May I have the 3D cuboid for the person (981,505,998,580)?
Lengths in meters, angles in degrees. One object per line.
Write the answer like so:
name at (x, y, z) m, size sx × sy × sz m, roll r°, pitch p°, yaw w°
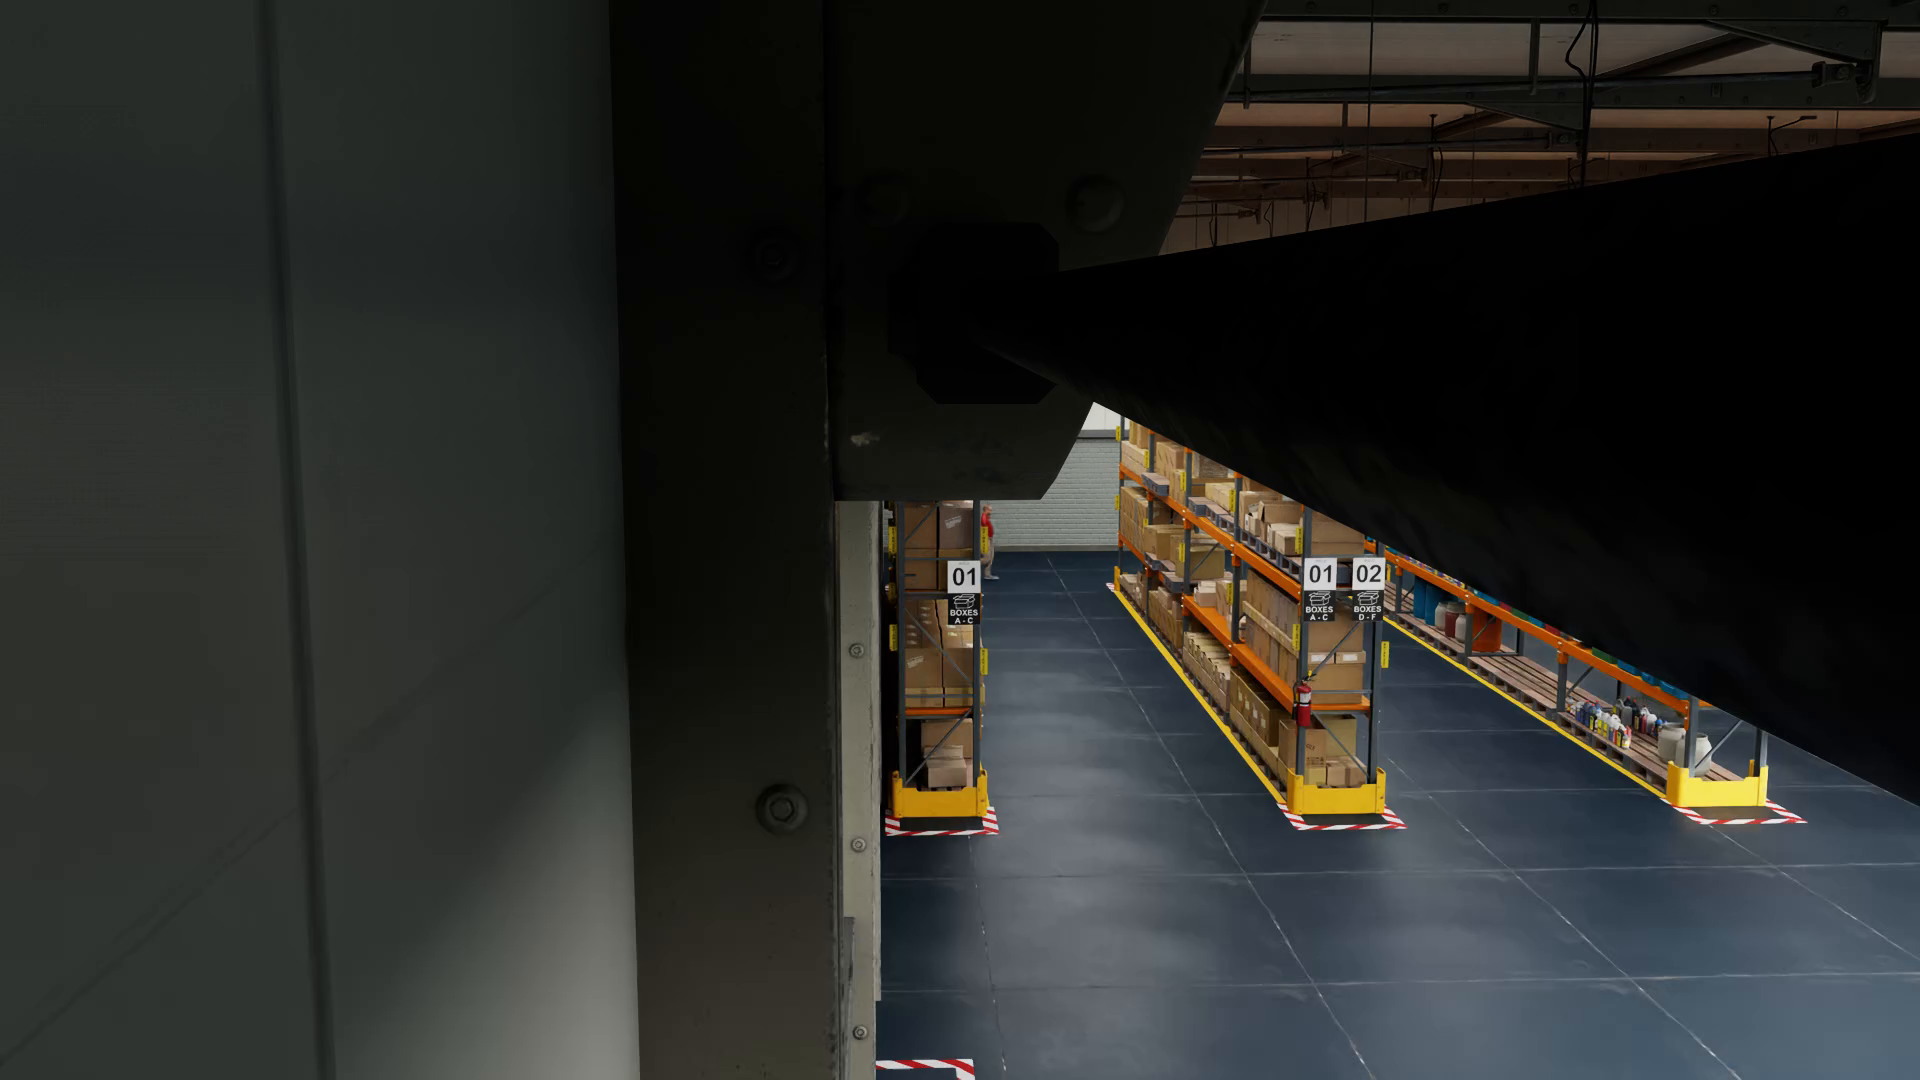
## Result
person at (0.555, 0.054, 37.631) m, size 0.555 × 1.722 × 0.612 m, roll 3°, pitch 9°, yaw 20°

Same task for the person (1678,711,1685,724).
person at (10.975, 1.880, 24.964) m, size 0.640 × 1.826 × 0.556 m, roll -1°, pitch 8°, yaw -5°
